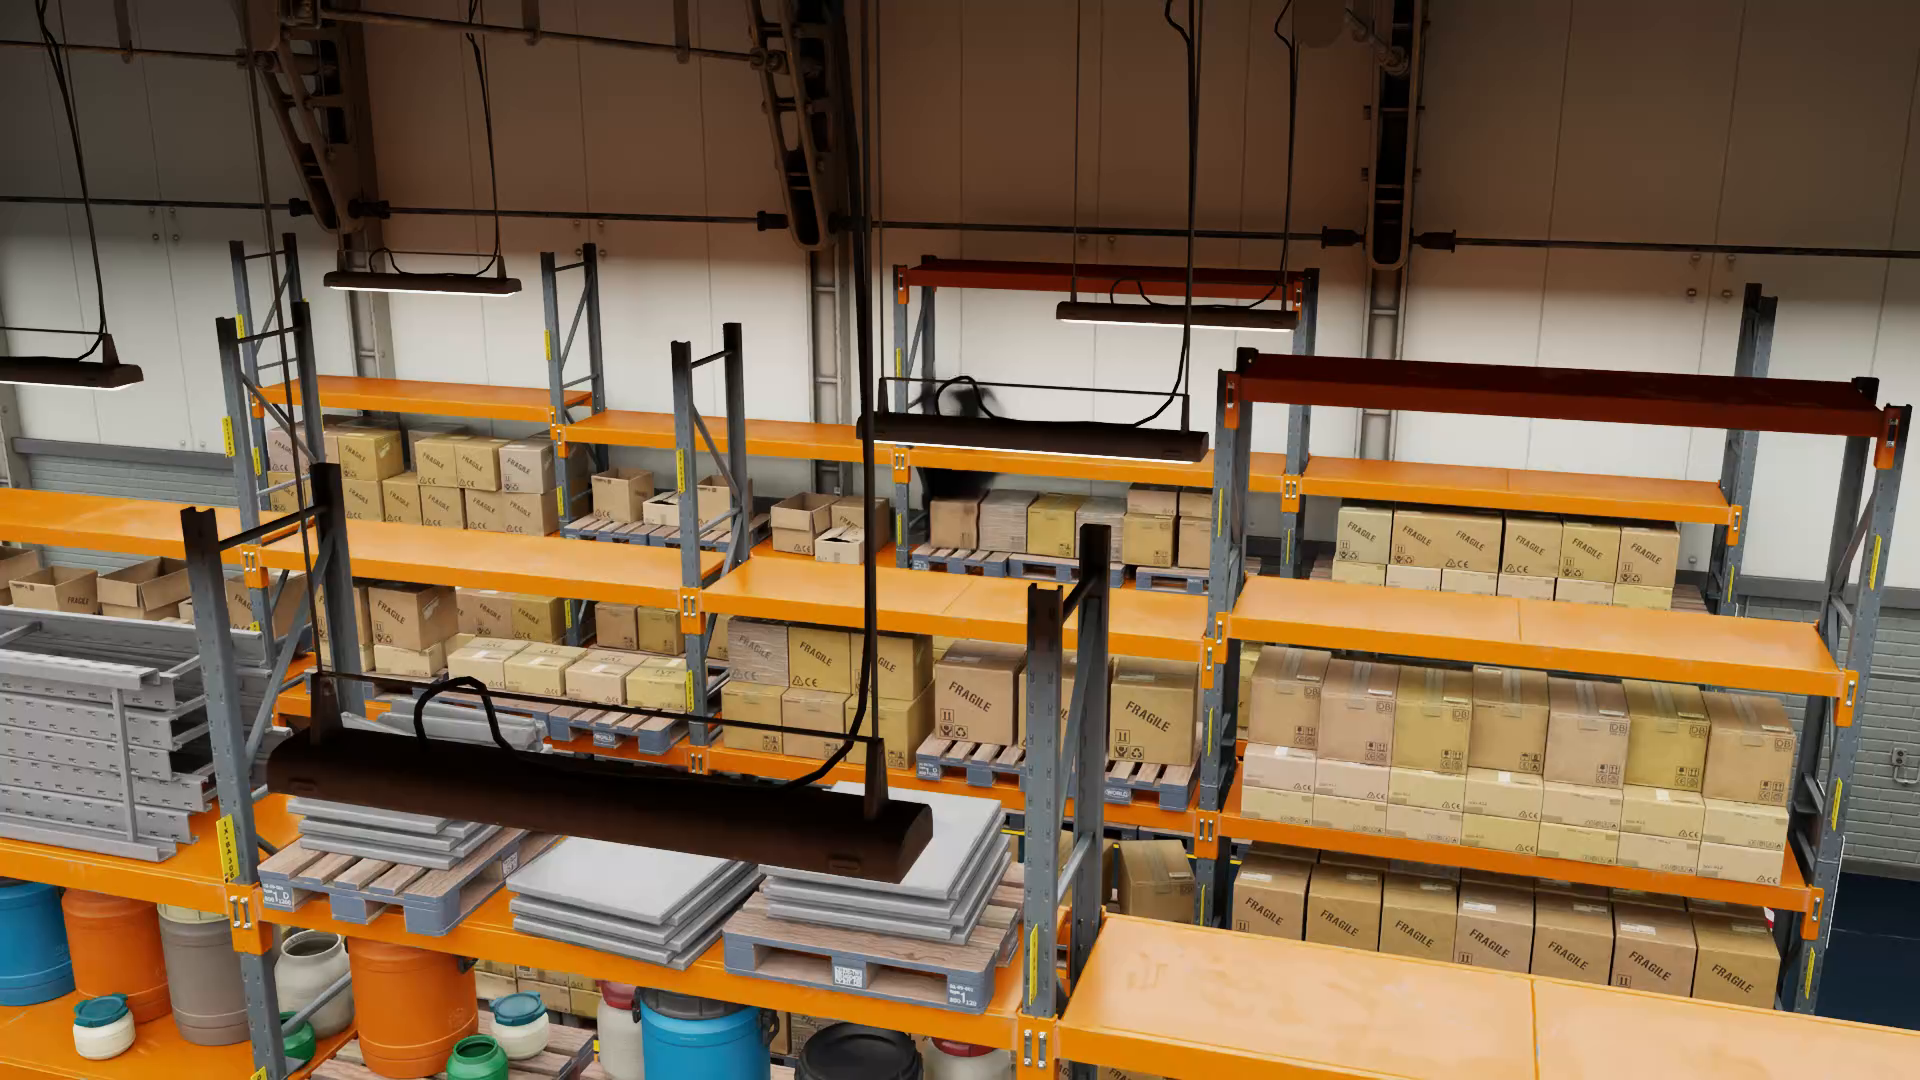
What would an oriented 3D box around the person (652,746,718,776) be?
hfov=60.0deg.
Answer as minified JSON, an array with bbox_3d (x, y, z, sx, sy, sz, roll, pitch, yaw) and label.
[{"bbox_3d":[-2.675,2.642,16.307,0.988,1.809,0.686,2,16,6],"label":"person"}]
